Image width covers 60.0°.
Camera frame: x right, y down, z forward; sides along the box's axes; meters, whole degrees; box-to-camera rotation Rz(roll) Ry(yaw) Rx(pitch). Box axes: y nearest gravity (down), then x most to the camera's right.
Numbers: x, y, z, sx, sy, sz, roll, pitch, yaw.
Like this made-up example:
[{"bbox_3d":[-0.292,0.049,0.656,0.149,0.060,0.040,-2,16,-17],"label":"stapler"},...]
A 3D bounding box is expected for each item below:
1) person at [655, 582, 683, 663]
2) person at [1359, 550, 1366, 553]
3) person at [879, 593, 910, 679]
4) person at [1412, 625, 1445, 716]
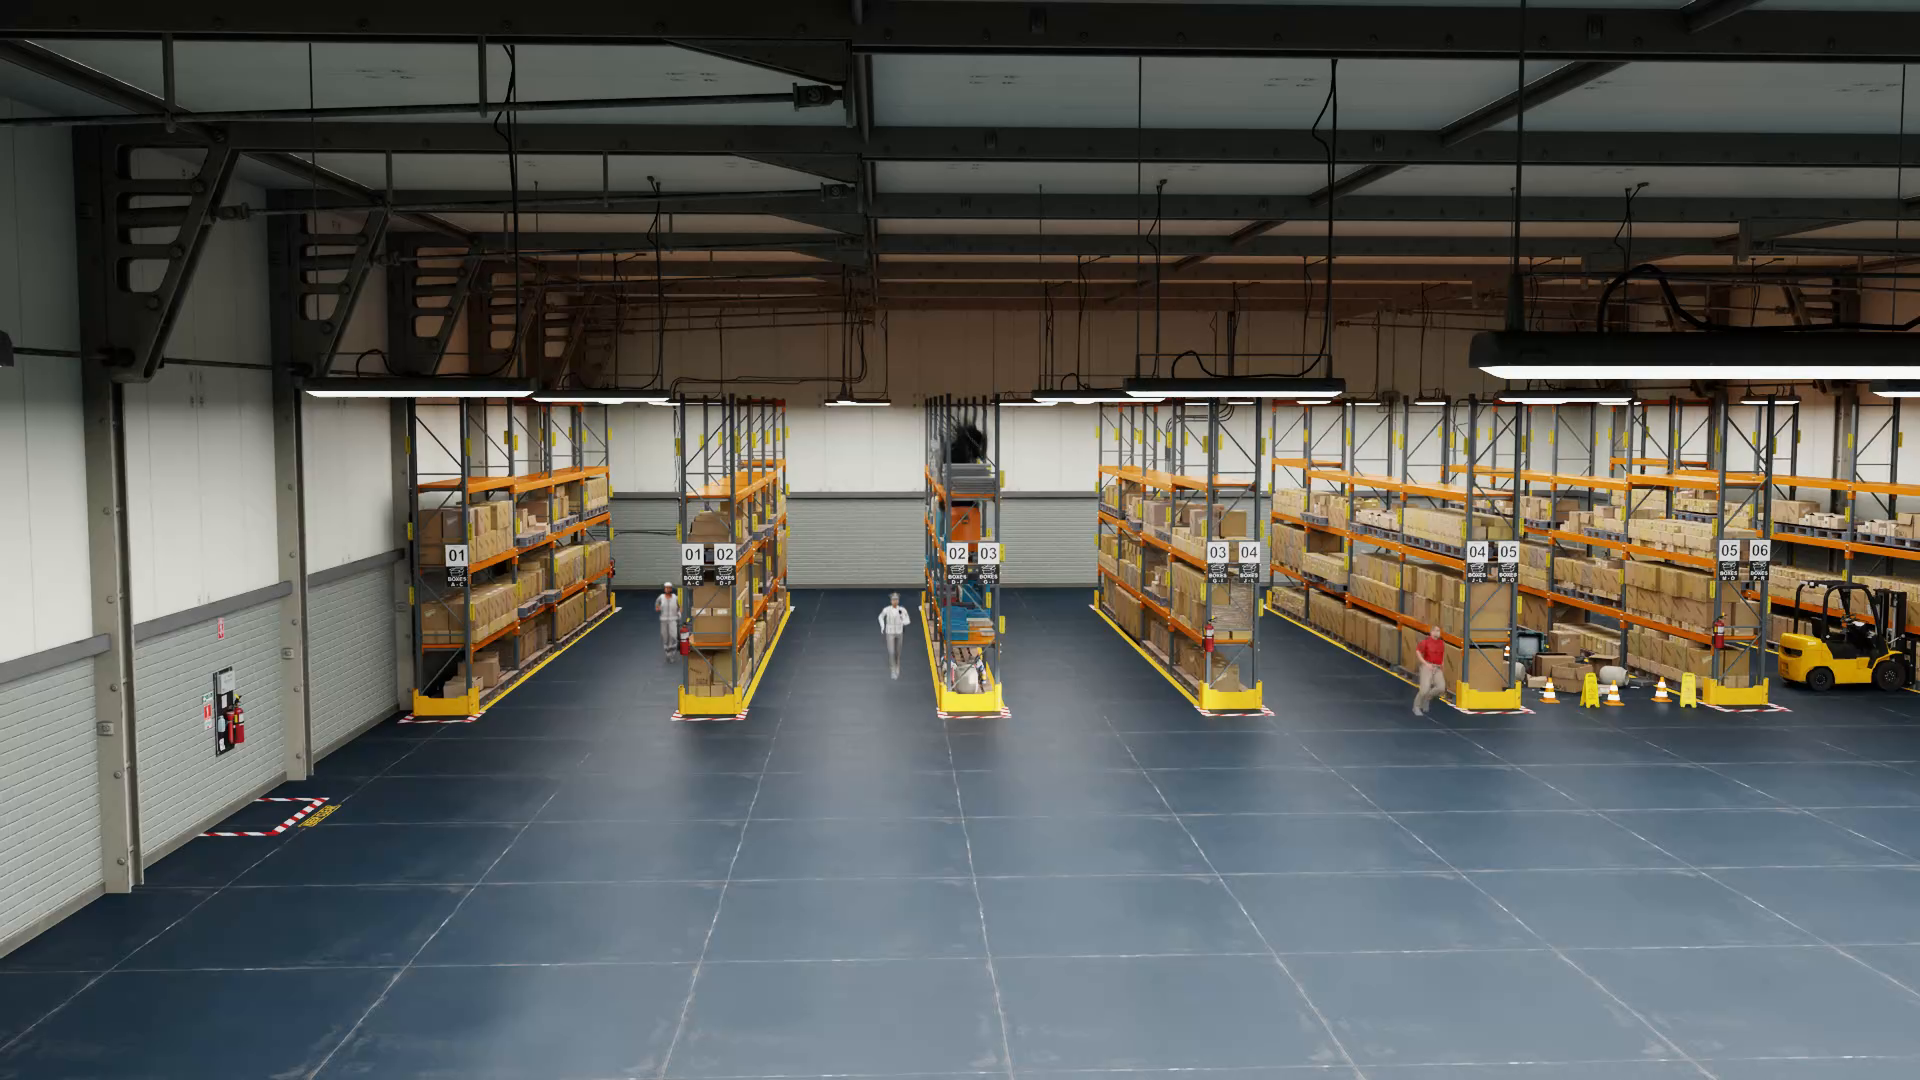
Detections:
[{"bbox_3d":[-6.574,1.867,37.552,0.630,1.832,0.708,0,5,-5],"label":"person"},{"bbox_3d":[11.251,1.172,46.306,0.663,1.773,0.967,-1,5,-15],"label":"person"},{"bbox_3d":[-1.312,1.927,33.580,0.611,1.731,0.857,-1,5,-8],"label":"person"},{"bbox_3d":[8.858,2.440,31.131,0.719,1.678,0.549,-2,5,-25],"label":"person"}]
